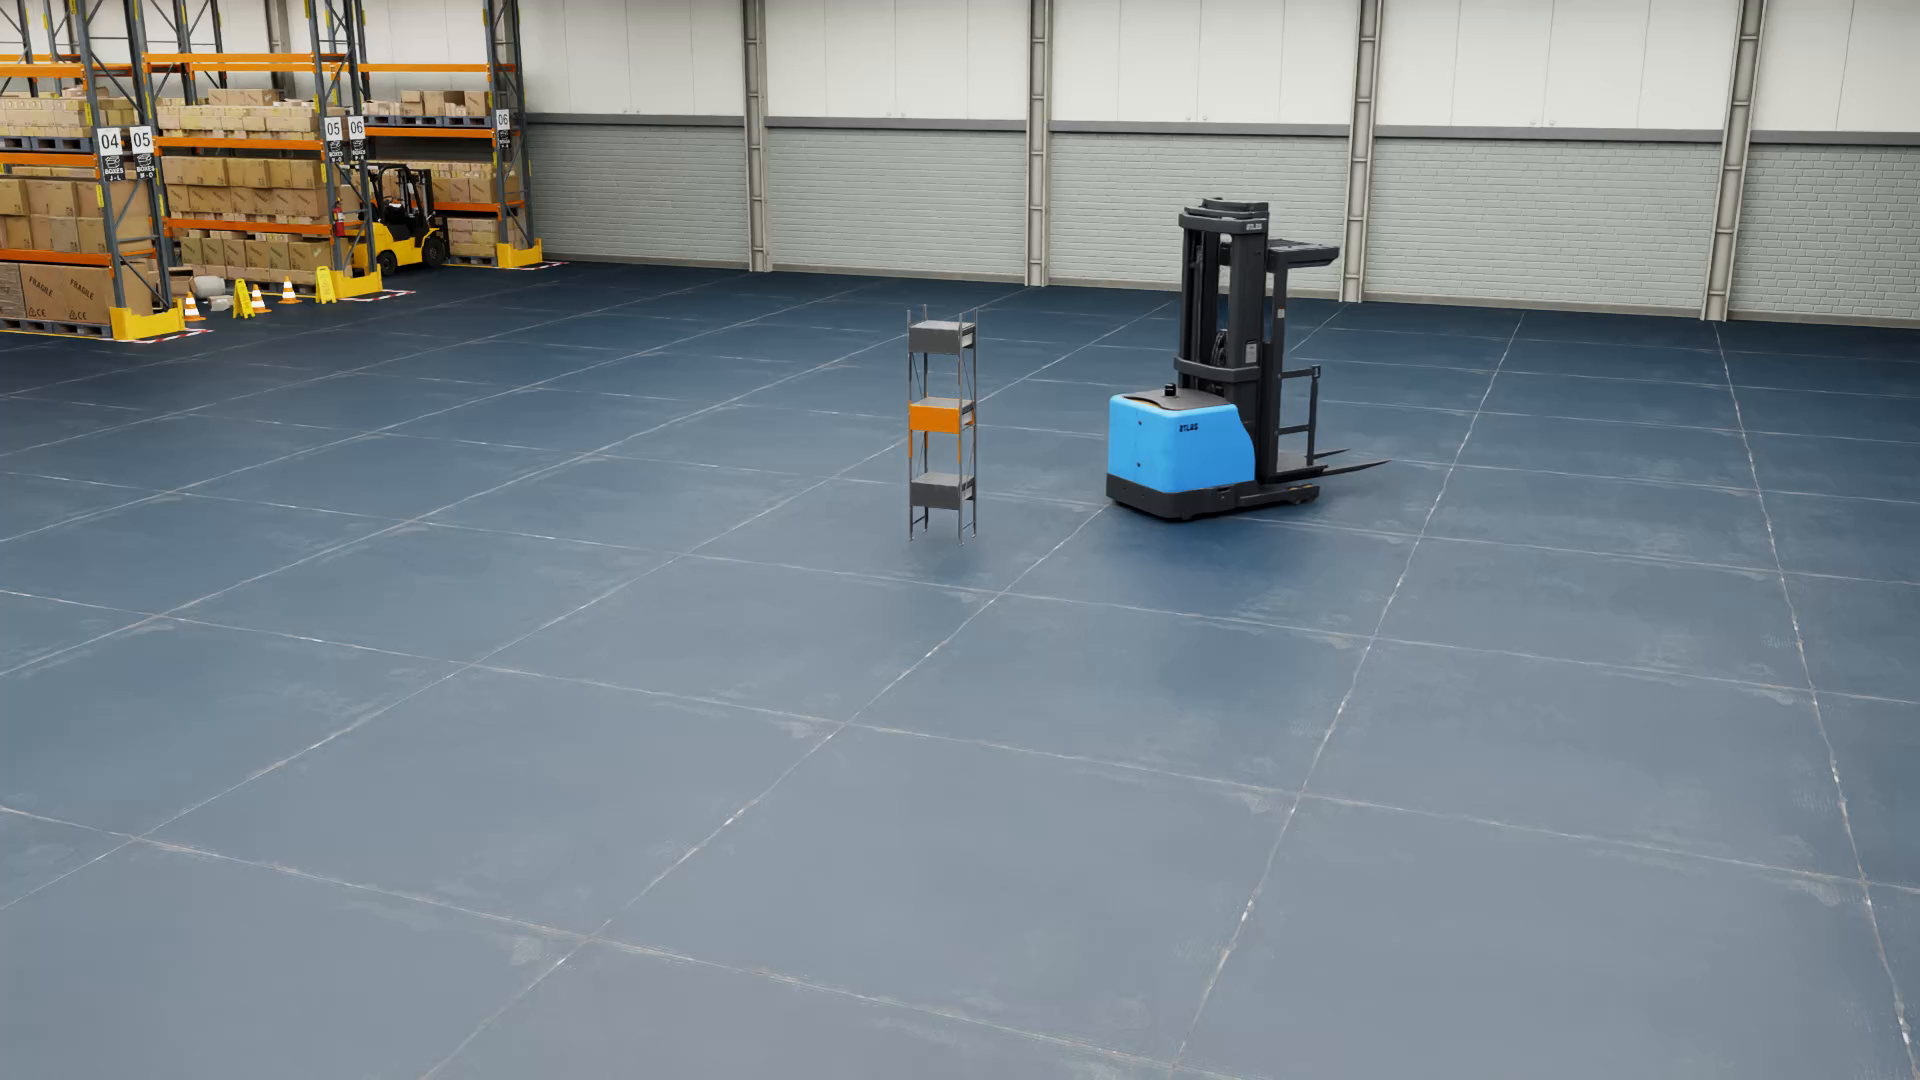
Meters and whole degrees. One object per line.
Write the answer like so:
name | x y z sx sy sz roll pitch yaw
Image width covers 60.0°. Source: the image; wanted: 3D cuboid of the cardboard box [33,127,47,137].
cardboard box | -14.040 -6.307 25.655 0.250 0.149 0.380 6 17 21

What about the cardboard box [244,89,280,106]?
cardboard box | -15.269 -9.610 36.403 0.500 0.500 0.500 7 17 22

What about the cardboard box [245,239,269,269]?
cardboard box | -12.970 -5.369 31.119 0.500 0.500 0.500 6 17 19

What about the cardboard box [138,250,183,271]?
cardboard box | -15.386 -5.409 32.385 0.625 0.372 0.950 7 17 21

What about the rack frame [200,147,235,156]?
rack frame | -16.800 -8.113 37.740 0.127 3.000 1.000 6 17 21

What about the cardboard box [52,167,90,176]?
cardboard box | -17.300 -7.008 32.466 0.500 0.500 0.500 7 17 22

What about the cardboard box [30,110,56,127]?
cardboard box | -13.921 -6.503 25.616 0.500 0.250 0.500 6 17 21

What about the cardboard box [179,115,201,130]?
cardboard box | -14.105 -7.761 30.883 0.500 0.250 0.500 6 17 20

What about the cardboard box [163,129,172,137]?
cardboard box | -14.695 -7.640 31.179 0.250 0.149 0.380 6 17 20

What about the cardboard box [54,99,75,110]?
cardboard box | -13.568 -6.638 25.365 0.250 0.149 0.380 6 17 21

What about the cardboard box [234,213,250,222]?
cardboard box | -13.290 -6.028 31.009 0.250 0.149 0.380 6 17 20

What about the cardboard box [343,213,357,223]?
cardboard box | -11.416 -5.975 30.825 0.250 0.149 0.380 6 17 21

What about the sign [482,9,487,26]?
sign | -9.570 -10.523 33.463 0.005 0.325 0.100 6 17 21

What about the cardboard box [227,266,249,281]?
cardboard box | -13.452 -5.062 31.407 0.500 0.250 0.500 6 17 20

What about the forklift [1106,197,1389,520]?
forklift | 2.971 -1.876 16.379 3.031 2.935 1.130 -9 19 -29

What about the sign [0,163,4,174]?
sign | -18.818 -7.237 32.645 0.005 0.325 0.100 6 17 21

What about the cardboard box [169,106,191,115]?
cardboard box | -14.471 -7.983 30.932 0.250 0.149 0.380 7 18 22

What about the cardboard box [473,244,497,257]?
cardboard box | -9.911 -6.142 35.129 0.500 0.250 0.500 6 17 21

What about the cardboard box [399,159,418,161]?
cardboard box | -11.946 -8.183 36.103 0.250 0.149 0.380 6 17 20

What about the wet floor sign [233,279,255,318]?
wet floor sign | -12.145 -4.093 28.114 0.232 0.644 0.267 3 17 11

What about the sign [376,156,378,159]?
sign | -12.877 -8.302 36.695 0.005 0.325 0.100 6 17 21

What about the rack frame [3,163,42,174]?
rack frame | -18.618 -6.825 33.304 0.127 3.000 1.000 6 17 21

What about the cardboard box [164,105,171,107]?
cardboard box | -17.687 -9.712 37.421 0.250 0.149 0.380 7 17 22

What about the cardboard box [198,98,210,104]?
cardboard box | -17.041 -9.925 37.622 0.250 0.149 0.380 6 17 19

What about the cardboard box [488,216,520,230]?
cardboard box | -9.736 -6.754 35.444 0.500 0.250 0.500 6 17 20

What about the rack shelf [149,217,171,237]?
rack shelf | -16.757 -6.275 32.699 4.000 0.370 1.077 6 17 21

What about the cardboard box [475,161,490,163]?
cardboard box | -10.074 -7.946 35.287 0.250 0.149 0.380 7 17 22

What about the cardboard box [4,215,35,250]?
cardboard box | -14.763 -4.995 26.730 0.500 0.550 0.875 6 17 21

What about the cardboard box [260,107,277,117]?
cardboard box | -12.511 -7.792 30.273 0.250 0.149 0.380 6 17 21

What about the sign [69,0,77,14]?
sign | -13.110 -7.941 24.570 0.005 0.325 0.100 6 17 21

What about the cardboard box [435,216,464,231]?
cardboard box | -10.851 -6.722 35.333 0.500 0.250 0.500 7 17 21

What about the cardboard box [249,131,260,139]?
cardboard box | -12.791 -7.429 30.454 0.250 0.149 0.380 6 17 19

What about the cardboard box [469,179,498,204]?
cardboard box | -9.912 -7.325 34.845 0.500 0.500 0.500 6 17 19

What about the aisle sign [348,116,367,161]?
aisle sign | -11.004 -7.329 30.378 0.004 0.787 0.394 6 17 21

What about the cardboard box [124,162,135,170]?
cardboard box | -16.055 -7.176 31.882 0.250 0.149 0.380 6 17 19

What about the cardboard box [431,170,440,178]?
cardboard box | -10.986 -7.742 35.118 0.250 0.149 0.380 6 17 21

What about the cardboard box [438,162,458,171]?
cardboard box | -10.750 -7.859 34.987 0.250 0.149 0.380 7 18 22

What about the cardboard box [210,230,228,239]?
cardboard box | -13.874 -5.758 31.298 0.250 0.149 0.380 7 18 23

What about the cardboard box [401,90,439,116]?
cardboard box | -11.305 -9.217 35.044 0.637 0.503 0.797 7 18 22

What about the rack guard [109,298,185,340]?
rack guard | -12.876 -3.510 26.367 0.348 0.500 1.175 6 17 21

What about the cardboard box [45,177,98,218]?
cardboard box | -13.774 -5.384 26.132 0.550 0.550 0.875 6 17 21

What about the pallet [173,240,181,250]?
pallet | -17.481 -6.860 38.425 1.213 0.211 1.003 6 17 21

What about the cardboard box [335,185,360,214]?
cardboard box | -11.515 -6.318 30.844 0.500 0.500 0.500 6 17 20

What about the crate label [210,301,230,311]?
crate label | -12.894 -4.083 28.993 0.298 0.136 0.250 -2 16 -8

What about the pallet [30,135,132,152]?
pallet | -13.592 -6.184 25.873 1.213 0.211 1.003 6 17 21

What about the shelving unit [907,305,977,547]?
shelving unit | -0.154 -1.025 14.939 0.503 2.100 0.431 6 17 21

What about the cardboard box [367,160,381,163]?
cardboard box | -12.608 -8.098 35.811 0.250 0.149 0.380 7 17 21

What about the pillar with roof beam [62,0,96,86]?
pillar with roof beam | -22.418 -10.592 35.517 0.400 9.000 9.100 6 17 21
